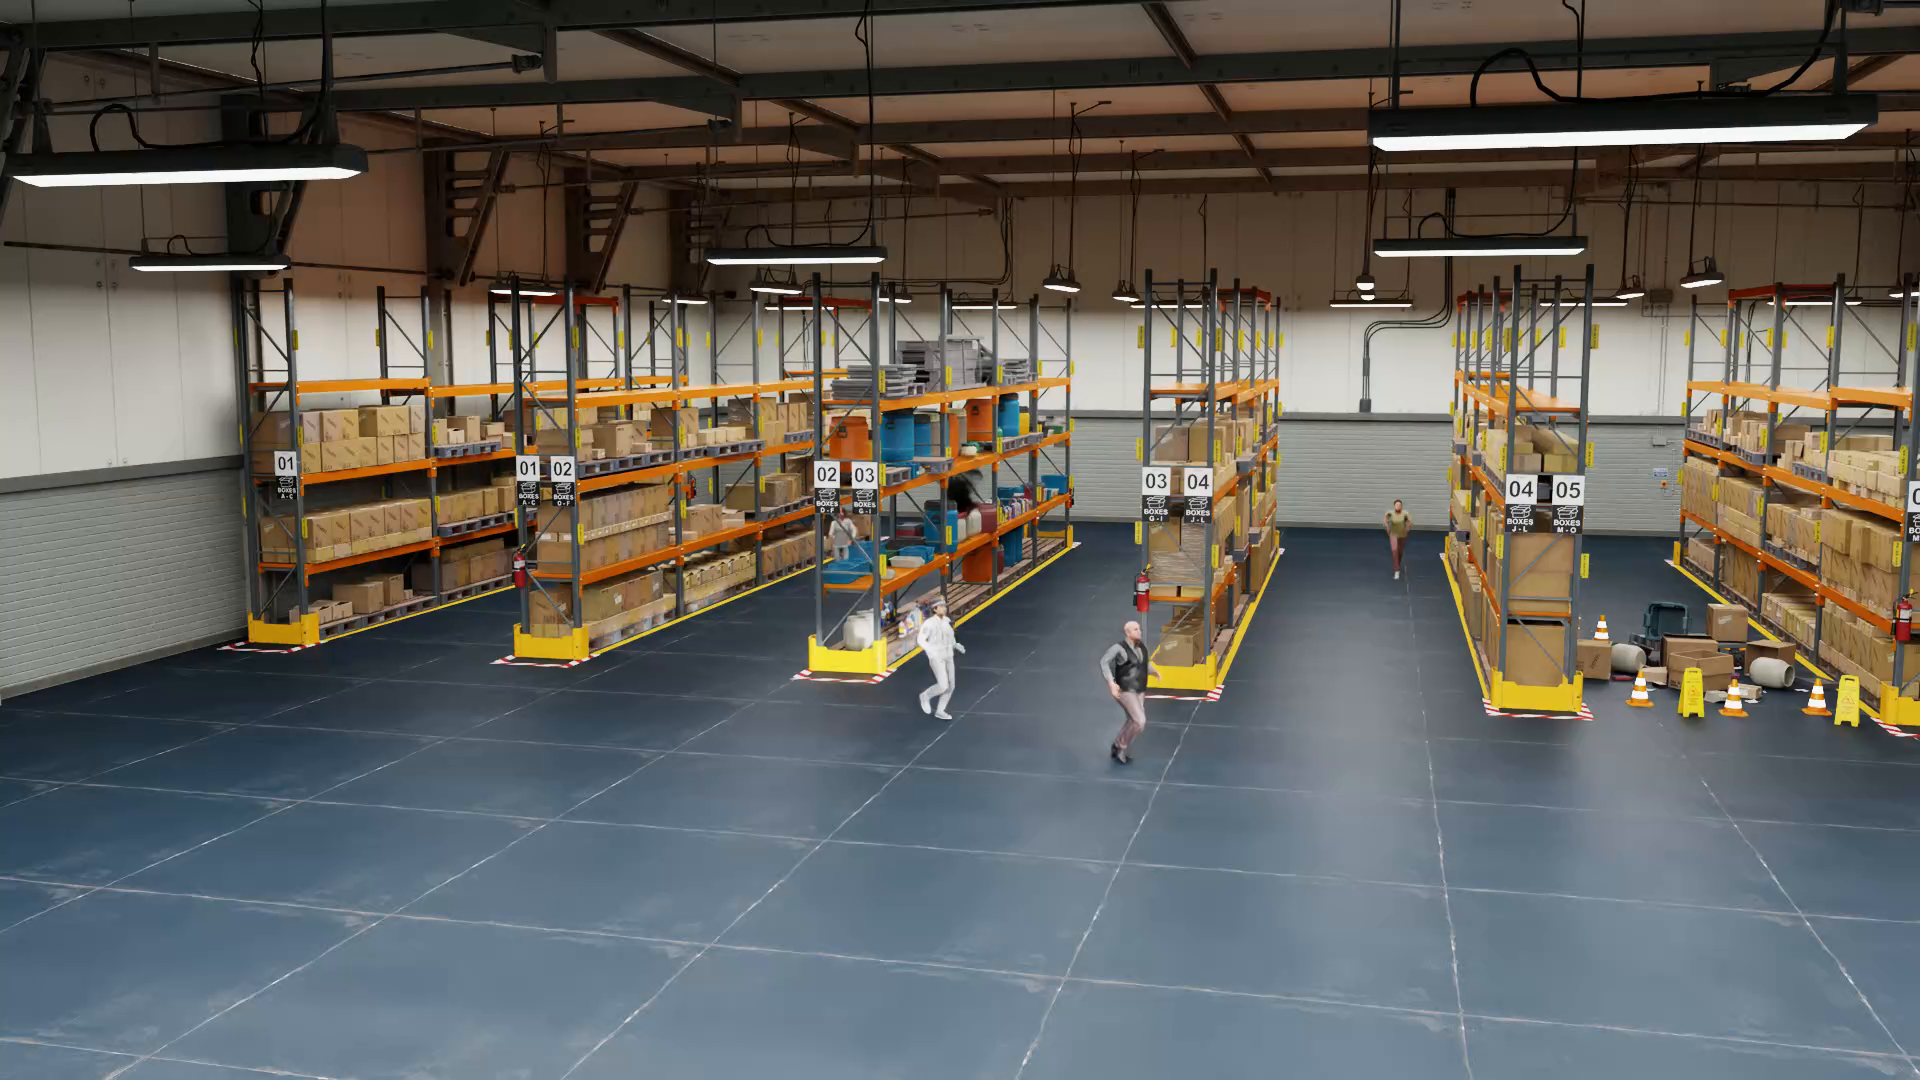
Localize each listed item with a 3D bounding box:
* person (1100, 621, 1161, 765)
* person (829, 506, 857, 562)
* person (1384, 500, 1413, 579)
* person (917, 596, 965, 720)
[{"bbox_3d":[2.054,1.806,19.680,0.656,1.701,0.661,7,9,43],"label":"person"},{"bbox_3d":[-2.246,0.154,31.548,0.518,1.581,0.552,1,7,5],"label":"person"},{"bbox_3d":[9.333,-0.053,35.428,0.582,1.662,1.093,1,7,11],"label":"person"},{"bbox_3d":[-0.248,1.552,21.990,0.569,1.648,0.614,7,9,43],"label":"person"}]
